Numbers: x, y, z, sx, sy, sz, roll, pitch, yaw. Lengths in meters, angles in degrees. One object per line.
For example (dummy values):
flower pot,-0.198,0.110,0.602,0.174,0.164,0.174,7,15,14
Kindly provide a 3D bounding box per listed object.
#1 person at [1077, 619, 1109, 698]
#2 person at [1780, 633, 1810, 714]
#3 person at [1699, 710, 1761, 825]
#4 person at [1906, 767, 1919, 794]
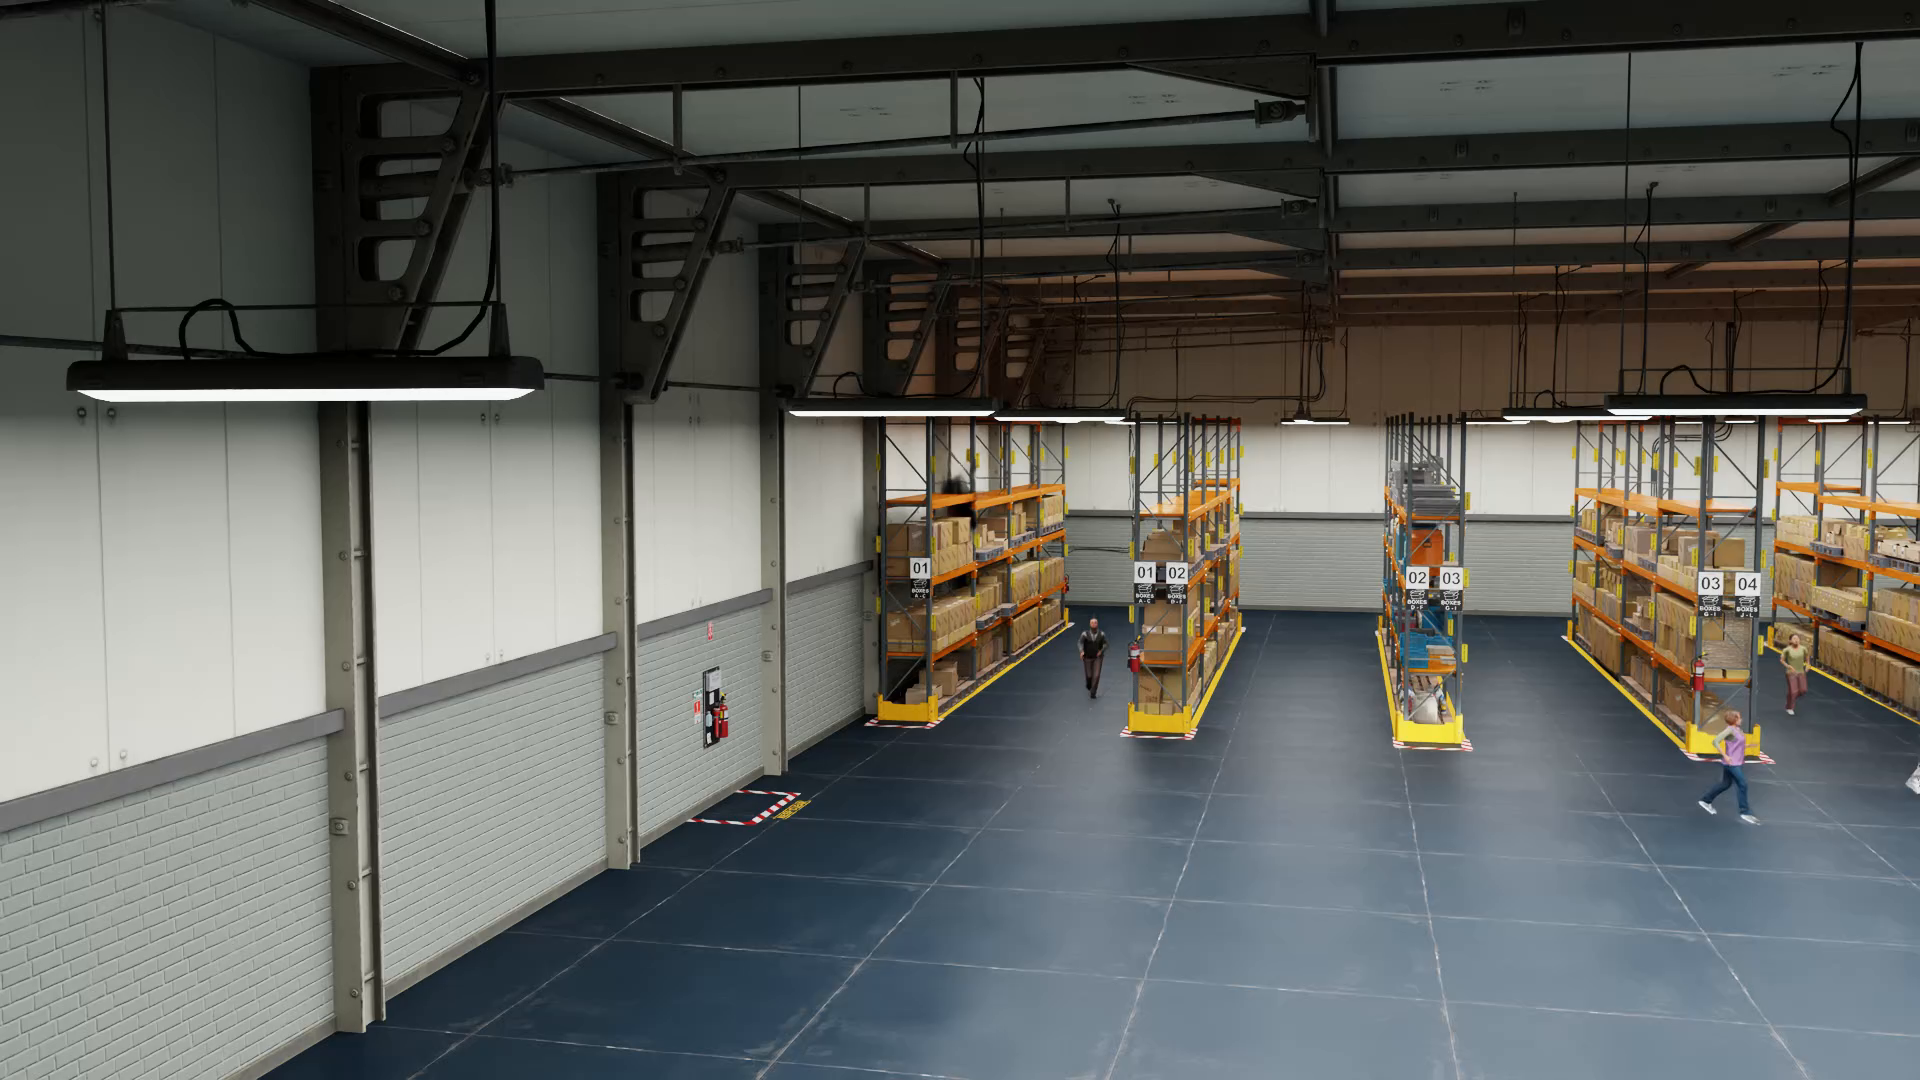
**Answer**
person,2.823,2.503,35.245,0.671,1.676,0.597,0,4,2
person,16.675,2.672,33.180,0.605,1.629,0.603,1,4,8
person,11.186,3.277,24.127,0.842,1.595,0.524,2,5,31
person,15.070,3.089,25.499,0.634,1.800,0.939,-4,5,-44
